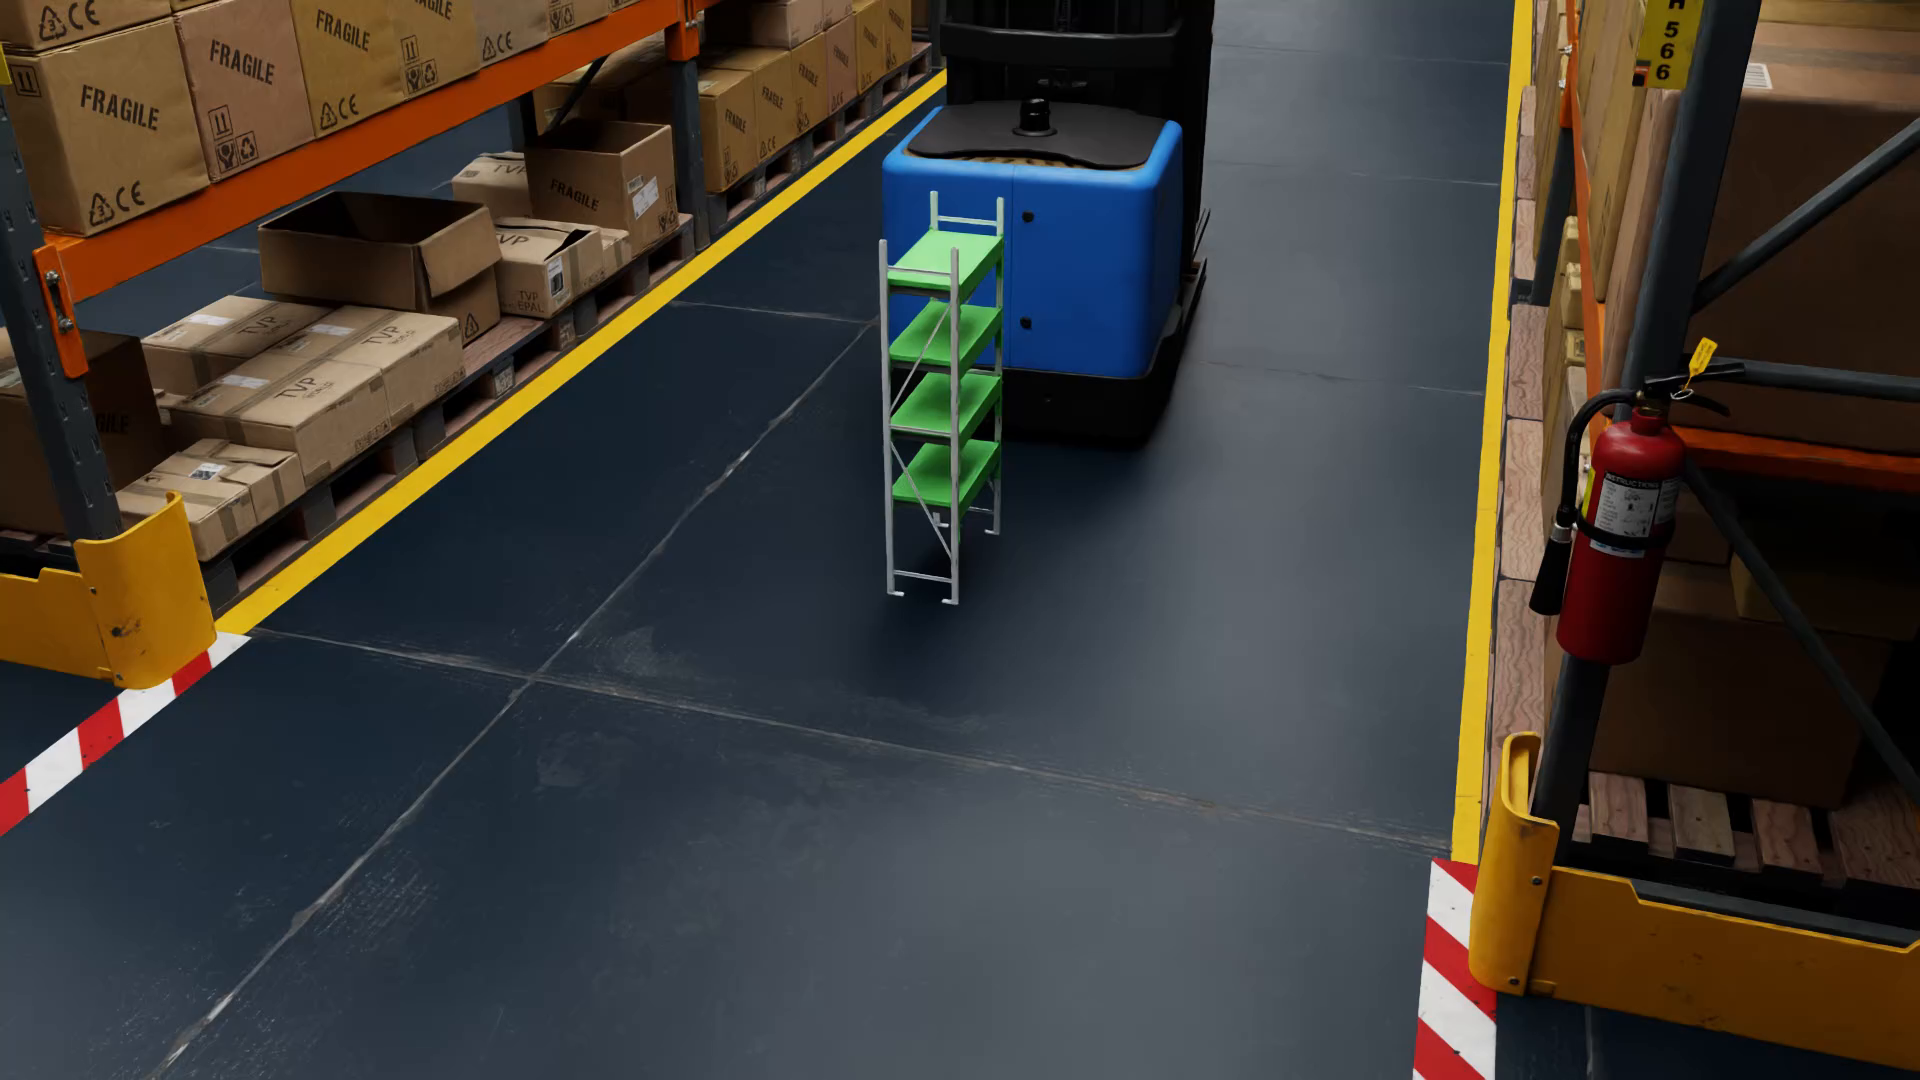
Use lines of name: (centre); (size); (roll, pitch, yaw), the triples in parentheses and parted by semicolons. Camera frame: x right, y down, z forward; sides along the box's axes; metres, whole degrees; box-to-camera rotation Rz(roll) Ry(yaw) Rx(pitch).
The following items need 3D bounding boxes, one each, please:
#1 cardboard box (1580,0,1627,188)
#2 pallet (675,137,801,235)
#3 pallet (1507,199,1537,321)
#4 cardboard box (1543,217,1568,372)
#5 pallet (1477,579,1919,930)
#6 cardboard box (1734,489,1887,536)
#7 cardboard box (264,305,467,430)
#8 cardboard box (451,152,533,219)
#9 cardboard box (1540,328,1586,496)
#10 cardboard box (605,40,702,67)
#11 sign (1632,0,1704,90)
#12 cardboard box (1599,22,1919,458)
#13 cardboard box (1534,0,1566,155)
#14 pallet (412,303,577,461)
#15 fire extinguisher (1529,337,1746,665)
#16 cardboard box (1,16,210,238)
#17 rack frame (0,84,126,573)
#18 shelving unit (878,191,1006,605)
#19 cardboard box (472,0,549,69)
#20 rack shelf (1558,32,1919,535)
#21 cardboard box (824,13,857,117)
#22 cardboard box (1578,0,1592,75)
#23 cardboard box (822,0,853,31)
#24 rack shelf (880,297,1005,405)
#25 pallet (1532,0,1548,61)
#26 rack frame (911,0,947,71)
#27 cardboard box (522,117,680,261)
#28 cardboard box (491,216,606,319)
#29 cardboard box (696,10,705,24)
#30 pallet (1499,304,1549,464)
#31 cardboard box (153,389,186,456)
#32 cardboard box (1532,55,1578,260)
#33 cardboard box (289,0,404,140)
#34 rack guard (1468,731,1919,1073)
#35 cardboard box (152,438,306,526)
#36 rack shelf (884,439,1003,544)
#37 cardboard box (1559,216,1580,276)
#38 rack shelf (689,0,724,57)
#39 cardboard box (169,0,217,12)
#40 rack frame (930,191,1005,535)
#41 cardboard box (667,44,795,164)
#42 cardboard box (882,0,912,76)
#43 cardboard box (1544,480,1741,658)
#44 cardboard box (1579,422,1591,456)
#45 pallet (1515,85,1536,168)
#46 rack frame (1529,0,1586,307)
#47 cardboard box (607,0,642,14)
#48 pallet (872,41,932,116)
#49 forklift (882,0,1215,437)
cardboard box: (2.378, -1.342, 4.768); (0.980, 0.700, 0.700); (7, 30, 12)
pallet: (-1.558, -2.008, 9.143); (1.003, 0.211, 1.213); (8, 30, 15)
pallet: (3.131, -1.289, 7.851); (1.003, 0.211, 1.213); (8, 30, 15)
cardboard box: (2.659, -0.897, 6.416); (0.700, 0.500, 0.500); (9, 30, 16)
pallet: (1.962, 0.556, 4.533); (1.003, 0.211, 1.213); (8, 30, 15)
cardboard box: (2.214, -0.143, 4.393); (0.380, 0.149, 0.250); (9, 30, 15)
cardboard box: (-2.210, -0.652, 6.213); (0.500, 0.250, 0.500); (8, 30, 15)
cardboard box: (-2.090, -1.697, 8.028); (0.500, 0.311, 0.500); (8, 30, 15)
cardboard box: (2.355, -0.426, 5.569); (0.700, 0.500, 0.500); (9, 30, 16)
cardboard box: (-1.736, -2.442, 9.174); (0.500, 0.500, 0.500); (9, 30, 15)
sign: (1.287, -0.973, 2.979); (0.100, 0.325, 0.005); (8, 30, 15)
cardboard box: (1.942, -0.649, 3.523); (0.980, 0.700, 0.700); (10, 31, 17)
cardboard box: (3.546, -2.512, 8.960); (0.750, 0.750, 0.750); (8, 30, 15)
pallet: (-2.319, -0.737, 6.858); (1.003, 0.211, 1.213); (8, 30, 15)
fire extinguisher: (1.317, -0.079, 3.269); (0.296, 0.674, 0.183); (8, 30, 15)
cardboard box: (-2.552, -1.197, 4.714); (0.500, 0.500, 0.500); (9, 30, 16)
rack frame: (-2.934, -0.985, 4.435); (1.000, 3.000, 0.127); (8, 30, 15)
shelving unit: (-0.049, -0.447, 5.320); (0.258, 1.200, 0.503); (8, 30, 15)
cardboard box: (-1.960, -2.140, 6.408); (0.500, 0.500, 0.500); (9, 30, 16)
rack shelf: (2.389, -0.895, 5.013); (1.077, 0.370, 4.000); (8, 30, 15)
cardboard box: (-0.937, -2.849, 9.905); (0.500, 0.500, 0.500); (7, 30, 13)
cardboard box: (2.801, -2.020, 5.987); (0.980, 0.700, 0.700); (9, 30, 16)
cardboard box: (-0.945, -3.159, 9.691); (0.500, 0.250, 0.500); (8, 30, 14)
rack shelf: (-0.049, -0.601, 5.234); (0.258, 0.148, 0.480); (8, 30, 15)
pallet: (4.741, -3.707, 12.197); (1.003, 0.211, 1.213); (8, 30, 15)
rack frame: (-0.586, -4.703, 11.118); (1.000, 3.000, 0.127); (8, 30, 15)
cardboard box: (-1.656, -1.638, 7.728); (0.500, 0.500, 0.500); (8, 30, 15)
cardboard box: (-1.877, -1.207, 7.148); (0.500, 0.311, 0.500); (8, 30, 15)
cardboard box: (-1.442, -2.912, 10.018); (0.500, 0.500, 0.500); (7, 30, 13)
pallet: (2.678, -0.578, 6.572); (1.003, 0.211, 1.213); (8, 30, 15)
cardboard box: (-2.805, -0.402, 5.849); (0.380, 0.166, 0.250); (8, 30, 15)
cardboard box: (3.043, -1.703, 7.506); (0.750, 0.750, 0.750); (9, 30, 15)
cardboard box: (-2.256, -1.670, 5.564); (0.500, 0.500, 0.500); (8, 30, 15)
rack guard: (1.795, 0.824, 3.755); (1.175, 0.500, 0.348); (8, 30, 15)
cardboard box: (-2.410, -0.201, 5.487); (0.380, 0.166, 0.250); (8, 30, 15)
rack shelf: (-0.049, -0.182, 5.468); (0.258, 0.148, 0.480); (8, 30, 15)
cardboard box: (2.384, -1.047, 6.019); (0.380, 0.149, 0.250); (10, 30, 17)
rack shelf: (-1.173, -3.459, 9.622); (1.077, 0.370, 4.000); (8, 30, 15)
cardboard box: (-2.406, -1.878, 4.909); (0.500, 0.500, 0.500); (9, 30, 15)
rack frame: (0.023, -0.561, 5.524); (0.240, 1.200, 0.015); (8, 30, 15)
cardboard box: (-1.240, -2.383, 9.067); (0.500, 0.500, 0.500); (9, 30, 16)
cardboard box: (-0.636, -3.334, 10.777); (0.500, 0.500, 0.500); (10, 31, 17)
cardboard box: (2.059, 0.057, 4.701); (0.700, 0.500, 0.500); (8, 30, 15)
cardboard box: (1.850, -0.198, 4.493); (0.380, 0.149, 0.250); (9, 30, 16)
pallet: (3.847, -2.423, 9.889); (1.003, 0.211, 1.213); (8, 30, 15)
rack frame: (2.976, -2.139, 6.509); (1.000, 3.000, 0.127); (8, 30, 15)
cardboard box: (-1.662, -2.619, 7.269); (0.500, 0.500, 0.500); (9, 30, 16)
pallet: (-0.842, -3.142, 11.182); (1.003, 0.211, 1.213); (8, 30, 15)
forklift: (0.540, -2.372, 6.998); (1.130, 2.935, 3.031); (7, 30, 12)
